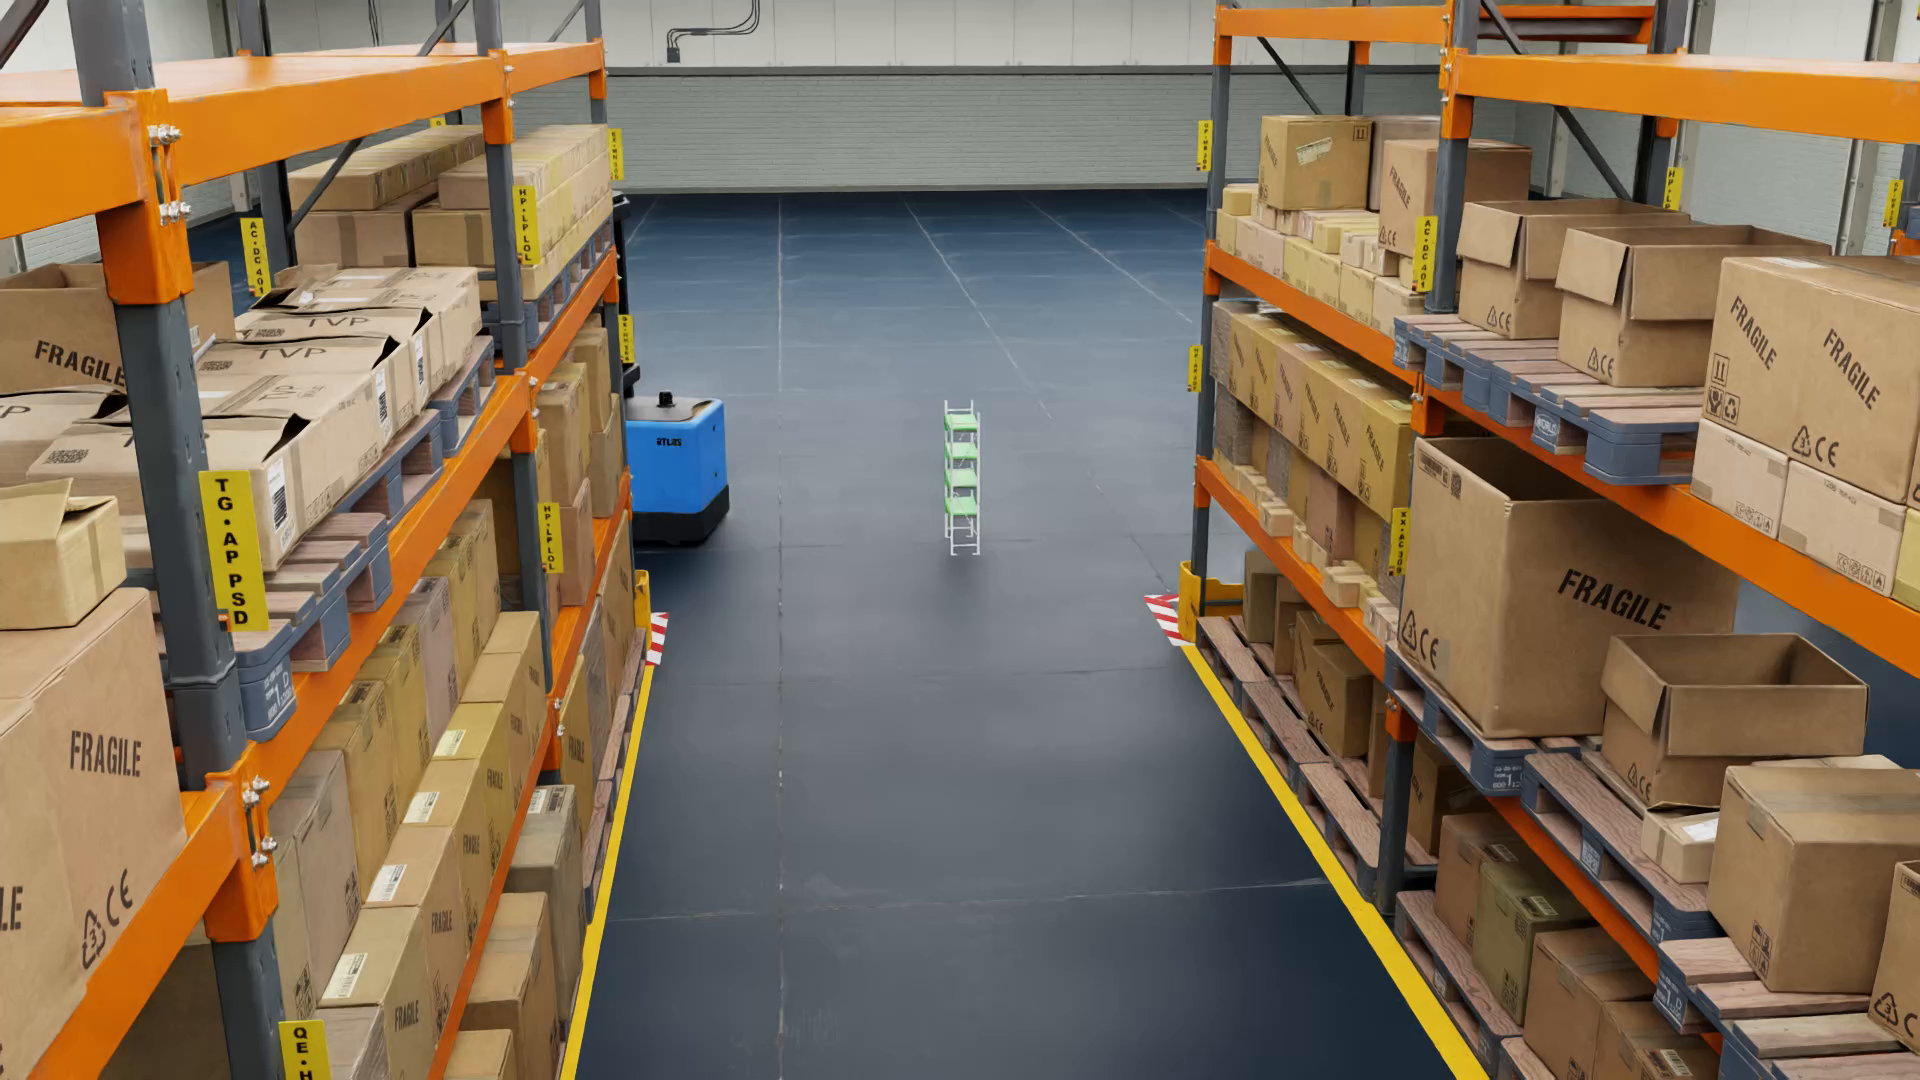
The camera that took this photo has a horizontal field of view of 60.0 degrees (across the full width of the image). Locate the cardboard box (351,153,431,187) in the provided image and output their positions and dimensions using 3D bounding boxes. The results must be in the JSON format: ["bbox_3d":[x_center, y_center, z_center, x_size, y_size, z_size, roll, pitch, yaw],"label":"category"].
[{"bbox_3d":[-2.822,-1.815,8.163,0.380,0.149,0.250,-2,18,-5],"label":"cardboard box"}]

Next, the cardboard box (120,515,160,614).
[{"bbox_3d":[-1.825,0.054,3.542,0.380,0.149,0.250,-2,18,-8],"label":"cardboard box"}]

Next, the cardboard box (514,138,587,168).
[{"bbox_3d":[-2.272,-2.137,9.189,0.380,0.149,0.250,-2,18,-6],"label":"cardboard box"}]

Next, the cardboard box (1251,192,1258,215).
[{"bbox_3d":[2.047,-2.098,10.429,0.380,0.149,0.250,-2,18,-7],"label":"cardboard box"}]

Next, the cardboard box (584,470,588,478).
[{"bbox_3d":[-2.680,-0.294,9.857,0.875,0.550,0.550,-2,18,-6],"label":"cardboard box"}]

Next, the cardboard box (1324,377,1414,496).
[{"bbox_3d":[2.209,-0.539,8.552,0.500,0.500,0.500,-2,18,-6],"label":"cardboard box"}]

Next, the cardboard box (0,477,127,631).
[{"bbox_3d":[-1.650,-0.014,2.761,0.396,0.266,0.258,-2,18,-6],"label":"cardboard box"}]

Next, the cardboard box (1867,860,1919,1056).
[{"bbox_3d":[2.899,1.187,4.521,0.500,0.500,0.500,-4,18,-12],"label":"cardboard box"}]

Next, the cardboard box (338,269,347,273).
[{"bbox_3d":[-2.718,-1.132,7.319,0.380,0.149,0.250,-2,18,-6],"label":"cardboard box"}]

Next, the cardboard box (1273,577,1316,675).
[{"bbox_3d":[2.313,0.567,10.836,0.500,0.500,0.500,3,18,9],"label":"cardboard box"}]

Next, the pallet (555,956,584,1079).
[{"bbox_3d":[-2.208,2.084,7.187,1.003,0.211,1.213,-2,18,-6],"label":"pallet"}]

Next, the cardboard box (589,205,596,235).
[{"bbox_3d":[-2.298,-1.833,9.553,0.380,0.149,0.250,-2,18,-6],"label":"cardboard box"}]

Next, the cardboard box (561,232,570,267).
[{"bbox_3d":[-2.169,-1.456,8.349,0.380,0.149,0.250,-2,18,-7],"label":"cardboard box"}]

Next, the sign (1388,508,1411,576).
[{"bbox_3d":[2.043,0.009,7.696,0.100,0.325,0.005,-2,18,-6],"label":"sign"}]

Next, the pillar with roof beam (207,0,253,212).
[{"bbox_3d":[-12.262,-12.026,37.461,9.100,9.000,0.400,-2,18,-6],"label":"pillar with roof beam"}]

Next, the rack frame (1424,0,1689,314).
[{"bbox_3d":[2.582,-2.460,6.988,1.000,3.000,0.127,-2,18,-6],"label":"rack frame"}]

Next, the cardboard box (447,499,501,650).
[{"bbox_3d":[-2.305,0.149,6.859,0.700,0.500,0.500,-2,18,-7],"label":"cardboard box"}]

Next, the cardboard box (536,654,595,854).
[{"bbox_3d":[-2.358,1.150,8.354,0.875,0.875,0.875,-2,17,-5],"label":"cardboard box"}]

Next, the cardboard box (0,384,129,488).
[{"bbox_3d":[-2.356,-0.221,4.147,0.500,0.311,0.500,-2,18,-6],"label":"cardboard box"}]

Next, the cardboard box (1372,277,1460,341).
[{"bbox_3d":[2.275,-1.085,7.867,0.500,0.250,0.500,-1,17,-4],"label":"cardboard box"}]

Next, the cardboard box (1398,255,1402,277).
[{"bbox_3d":[2.324,-1.318,7.943,0.380,0.149,0.250,-2,17,-5],"label":"cardboard box"}]

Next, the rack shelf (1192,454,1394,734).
[{"bbox_3d":[2.375,0.150,9.892,1.077,0.370,4.000,-2,18,-6],"label":"rack shelf"}]

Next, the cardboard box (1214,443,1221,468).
[{"bbox_3d":[1.961,-0.577,11.426,0.380,0.149,0.250,-2,18,-6],"label":"cardboard box"}]

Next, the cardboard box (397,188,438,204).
[{"bbox_3d":[-2.720,-1.513,7.867,0.500,0.250,0.500,-2,18,-6],"label":"cardboard box"}]

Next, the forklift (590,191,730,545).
[{"bbox_3d":[-3.605,-1.527,14.148,3.031,2.935,1.130,2,18,6],"label":"forklift"}]

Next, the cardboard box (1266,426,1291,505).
[{"bbox_3d":[2.378,-0.518,10.157,0.875,0.500,0.500,-2,18,-6],"label":"cardboard box"}]

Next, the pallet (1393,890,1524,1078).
[{"bbox_3d":[2.663,1.965,7.566,1.003,0.211,1.213,-2,18,-6],"label":"pallet"}]

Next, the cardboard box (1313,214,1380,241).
[{"bbox_3d":[2.180,-1.711,9.195,0.380,0.149,0.250,-2,18,-8],"label":"cardboard box"}]

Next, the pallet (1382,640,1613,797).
[{"bbox_3d":[2.516,0.726,7.176,1.003,0.211,1.213,-2,18,-6],"label":"pallet"}]

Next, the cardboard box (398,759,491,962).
[{"bbox_3d":[-1.884,1.078,5.570,0.500,0.500,0.500,-2,18,-6],"label":"cardboard box"}]

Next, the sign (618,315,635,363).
[{"bbox_3d":[-2.234,-1.344,11.122,0.100,0.325,0.005,-2,18,-6],"label":"sign"}]

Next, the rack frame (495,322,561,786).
[{"bbox_3d":[-2.362,0.526,7.495,1.000,3.000,0.127,-2,18,-6],"label":"rack frame"}]

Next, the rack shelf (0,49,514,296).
[{"bbox_3d":[-2.156,-1.207,4.866,1.077,0.370,4.000,-2,18,-6],"label":"rack shelf"}]

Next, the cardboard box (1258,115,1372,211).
[{"bbox_3d":[2.054,-2.198,9.664,0.500,0.500,0.500,-2,18,-6],"label":"cardboard box"}]

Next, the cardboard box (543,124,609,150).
[{"bbox_3d":[-2.403,-2.516,10.395,0.380,0.149,0.250,-2,18,-5],"label":"cardboard box"}]

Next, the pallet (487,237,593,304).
[{"bbox_3d":[-2.559,-1.470,8.991,1.003,0.211,1.213,-2,18,-6],"label":"pallet"}]

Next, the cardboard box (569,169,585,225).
[{"bbox_3d":[-2.293,-1.829,8.875,0.500,0.250,0.500,-2,18,-5],"label":"cardboard box"}]

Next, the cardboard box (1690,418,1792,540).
[{"bbox_3d":[2.588,-0.196,5.037,0.500,0.250,0.500,-1,17,-4],"label":"cardboard box"}]

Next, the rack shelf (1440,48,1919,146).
[{"bbox_3d":[2.788,-1.330,5.258,1.077,0.370,4.000,-2,18,-6],"label":"rack shelf"}]

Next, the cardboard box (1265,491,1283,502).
[{"bbox_3d":[2.097,-0.205,10.241,0.380,0.149,0.250,-2,18,-6],"label":"cardboard box"}]

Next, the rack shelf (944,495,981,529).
[{"bbox_3d":[0.017,-0.233,13.931,0.258,0.148,0.480,-2,18,-6],"label":"rack shelf"}]

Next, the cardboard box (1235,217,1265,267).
[{"bbox_3d":[2.021,-1.844,10.284,0.500,0.250,0.500,-2,18,-7],"label":"cardboard box"}]

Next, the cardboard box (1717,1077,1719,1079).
[{"bbox_3d":[2.830,1.863,5.422,0.500,0.250,0.500,0,17,1],"label":"cardboard box"}]

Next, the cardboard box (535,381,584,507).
[{"bbox_3d":[-2.457,-0.497,8.700,0.875,0.550,0.550,-2,18,-6],"label":"cardboard box"}]

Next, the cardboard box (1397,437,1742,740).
[{"bbox_3d":[2.524,0.157,6.966,1.000,1.000,1.000,-2,18,-5],"label":"cardboard box"}]

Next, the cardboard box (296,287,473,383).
[{"bbox_3d":[-2.016,-0.721,5.840,0.500,0.250,0.500,-2,18,-6],"label":"cardboard box"}]

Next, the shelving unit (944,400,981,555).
[{"bbox_3d":[0.017,-0.523,13.840,0.258,1.200,0.503,-2,18,-6],"label":"shelving unit"}]

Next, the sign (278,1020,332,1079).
[{"bbox_3d":[-1.411,1.183,3.599,0.100,0.325,0.005,-2,18,-6],"label":"sign"}]

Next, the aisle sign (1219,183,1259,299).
[{"bbox_3d":[1.864,-2.039,11.323,0.394,0.787,0.004,-2,18,-6],"label":"aisle sign"}]

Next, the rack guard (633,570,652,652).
[{"bbox_3d":[-2.777,0.519,11.688,1.175,0.500,0.348,-2,18,-6],"label":"rack guard"}]

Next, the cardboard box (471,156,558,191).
[{"bbox_3d":[-2.141,-1.760,7.988,0.380,0.149,0.250,-2,18,-7],"label":"cardboard box"}]

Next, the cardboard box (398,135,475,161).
[{"bbox_3d":[-2.953,-2.194,9.369,0.380,0.149,0.250,-2,18,-7],"label":"cardboard box"}]

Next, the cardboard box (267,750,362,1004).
[{"bbox_3d":[-2.040,0.908,4.441,0.700,0.500,0.500,-2,18,-6],"label":"cardboard box"}]

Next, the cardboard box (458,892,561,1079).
[{"bbox_3d":[-2.113,1.868,6.273,1.050,0.750,0.750,-2,18,-6],"label":"cardboard box"}]

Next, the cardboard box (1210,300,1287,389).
[{"bbox_3d":[1.955,-1.283,10.925,0.500,0.500,0.500,-2,18,-6],"label":"cardboard box"}]

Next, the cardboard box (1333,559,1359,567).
[{"bbox_3d":[2.253,0.167,9.057,0.380,0.149,0.250,-2,18,-6],"label":"cardboard box"}]
